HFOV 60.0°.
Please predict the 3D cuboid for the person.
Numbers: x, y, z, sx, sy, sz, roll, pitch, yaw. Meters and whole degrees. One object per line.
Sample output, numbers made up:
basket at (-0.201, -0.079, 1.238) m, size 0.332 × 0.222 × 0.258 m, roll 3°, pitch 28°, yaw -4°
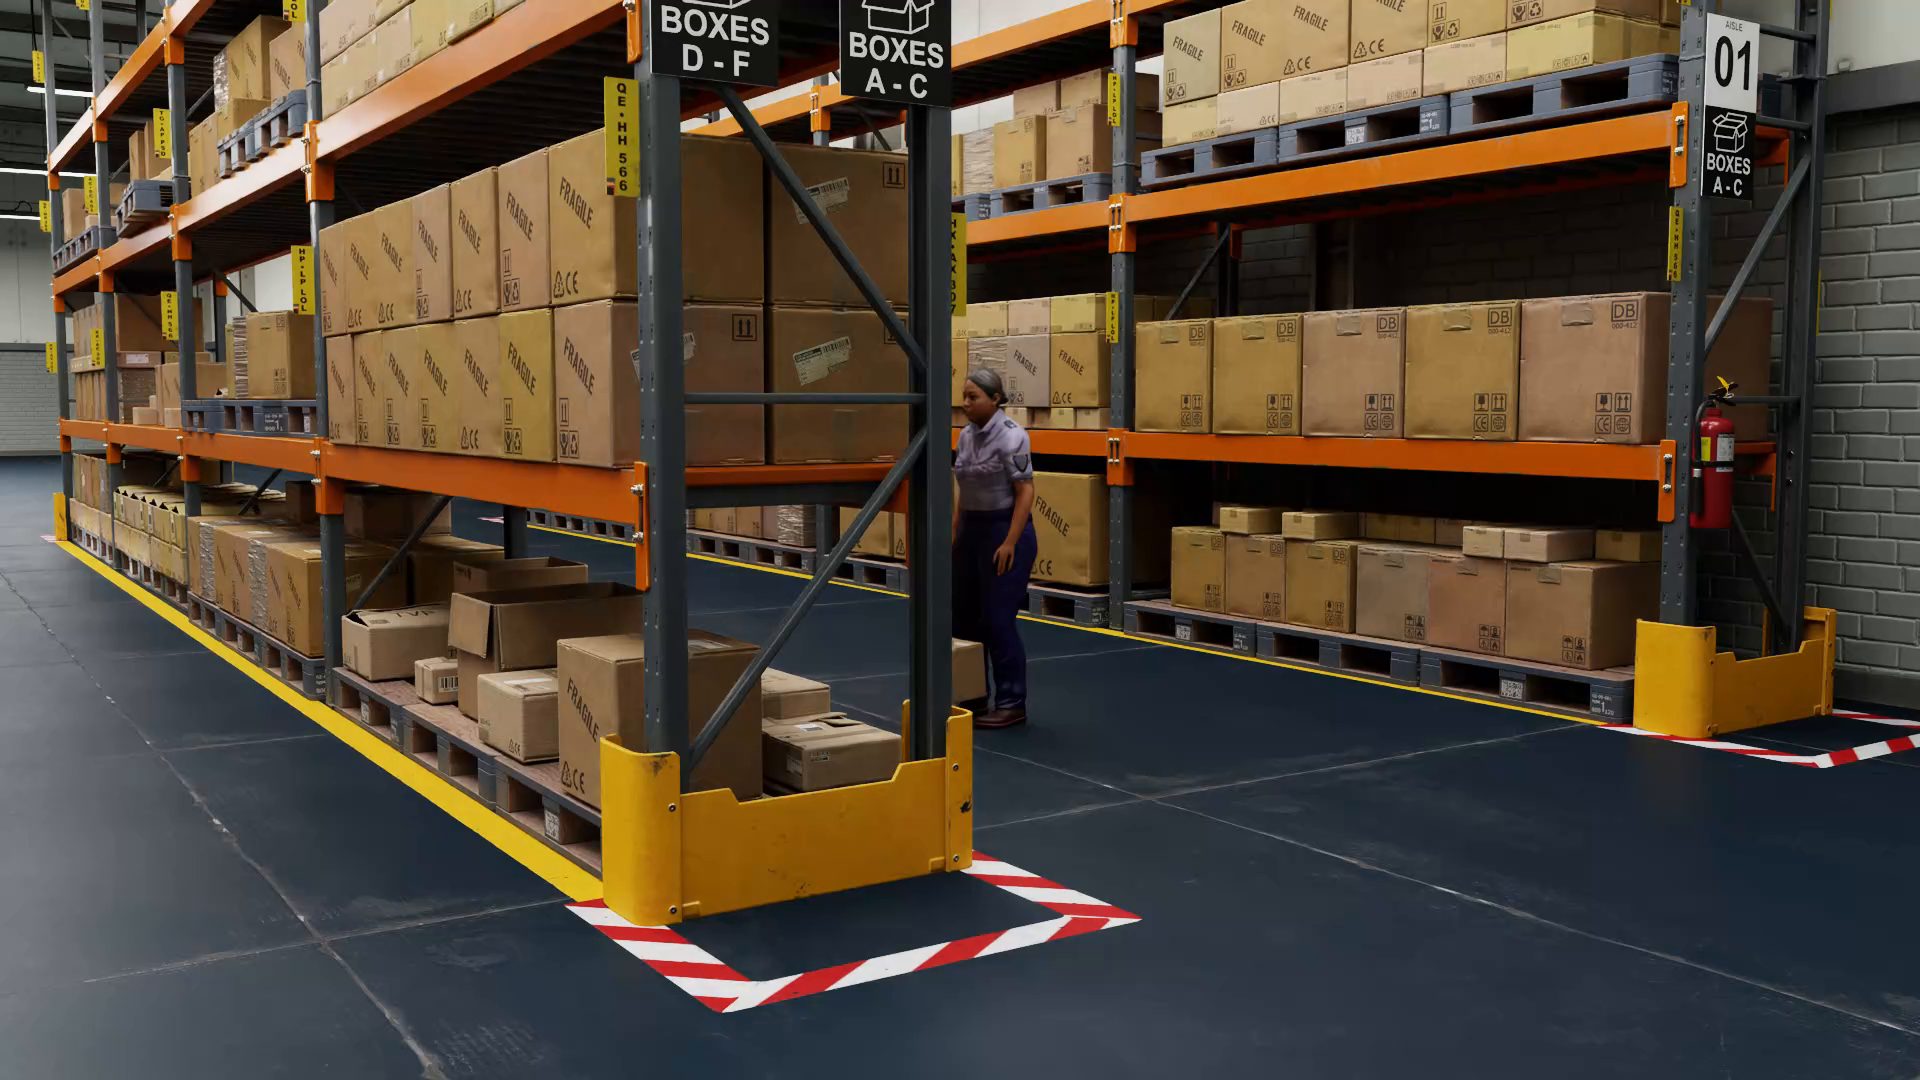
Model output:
person at (0.136, 0.027, 7.790) m, size 0.368 × 1.653 × 0.533 m, roll -3°, pitch 6°, yaw -36°
